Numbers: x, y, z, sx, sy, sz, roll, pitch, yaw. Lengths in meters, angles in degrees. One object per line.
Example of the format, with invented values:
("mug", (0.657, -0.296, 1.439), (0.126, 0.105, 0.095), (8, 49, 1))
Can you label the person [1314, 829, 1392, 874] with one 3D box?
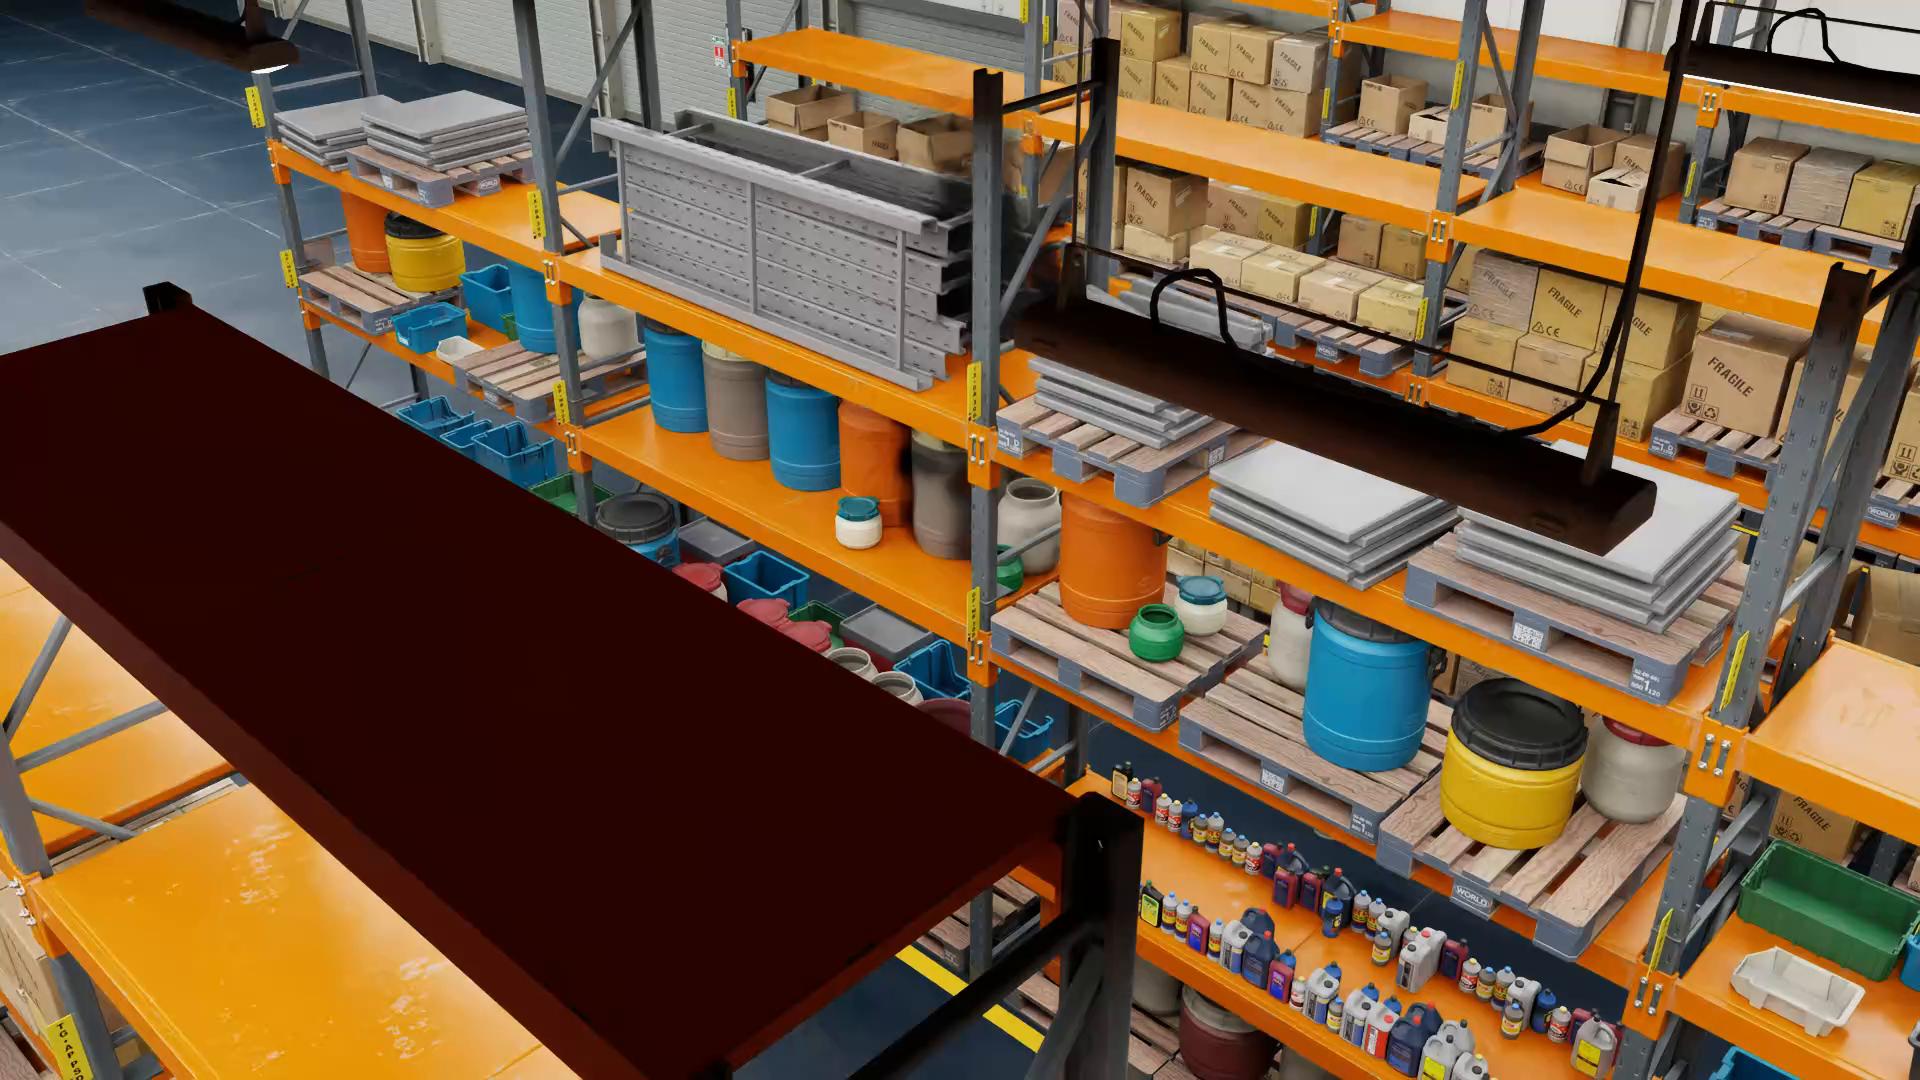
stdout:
("person", (2.846, 1.482, 11.364), (0.780, 1.710, 0.648), (21, 36, 33))
